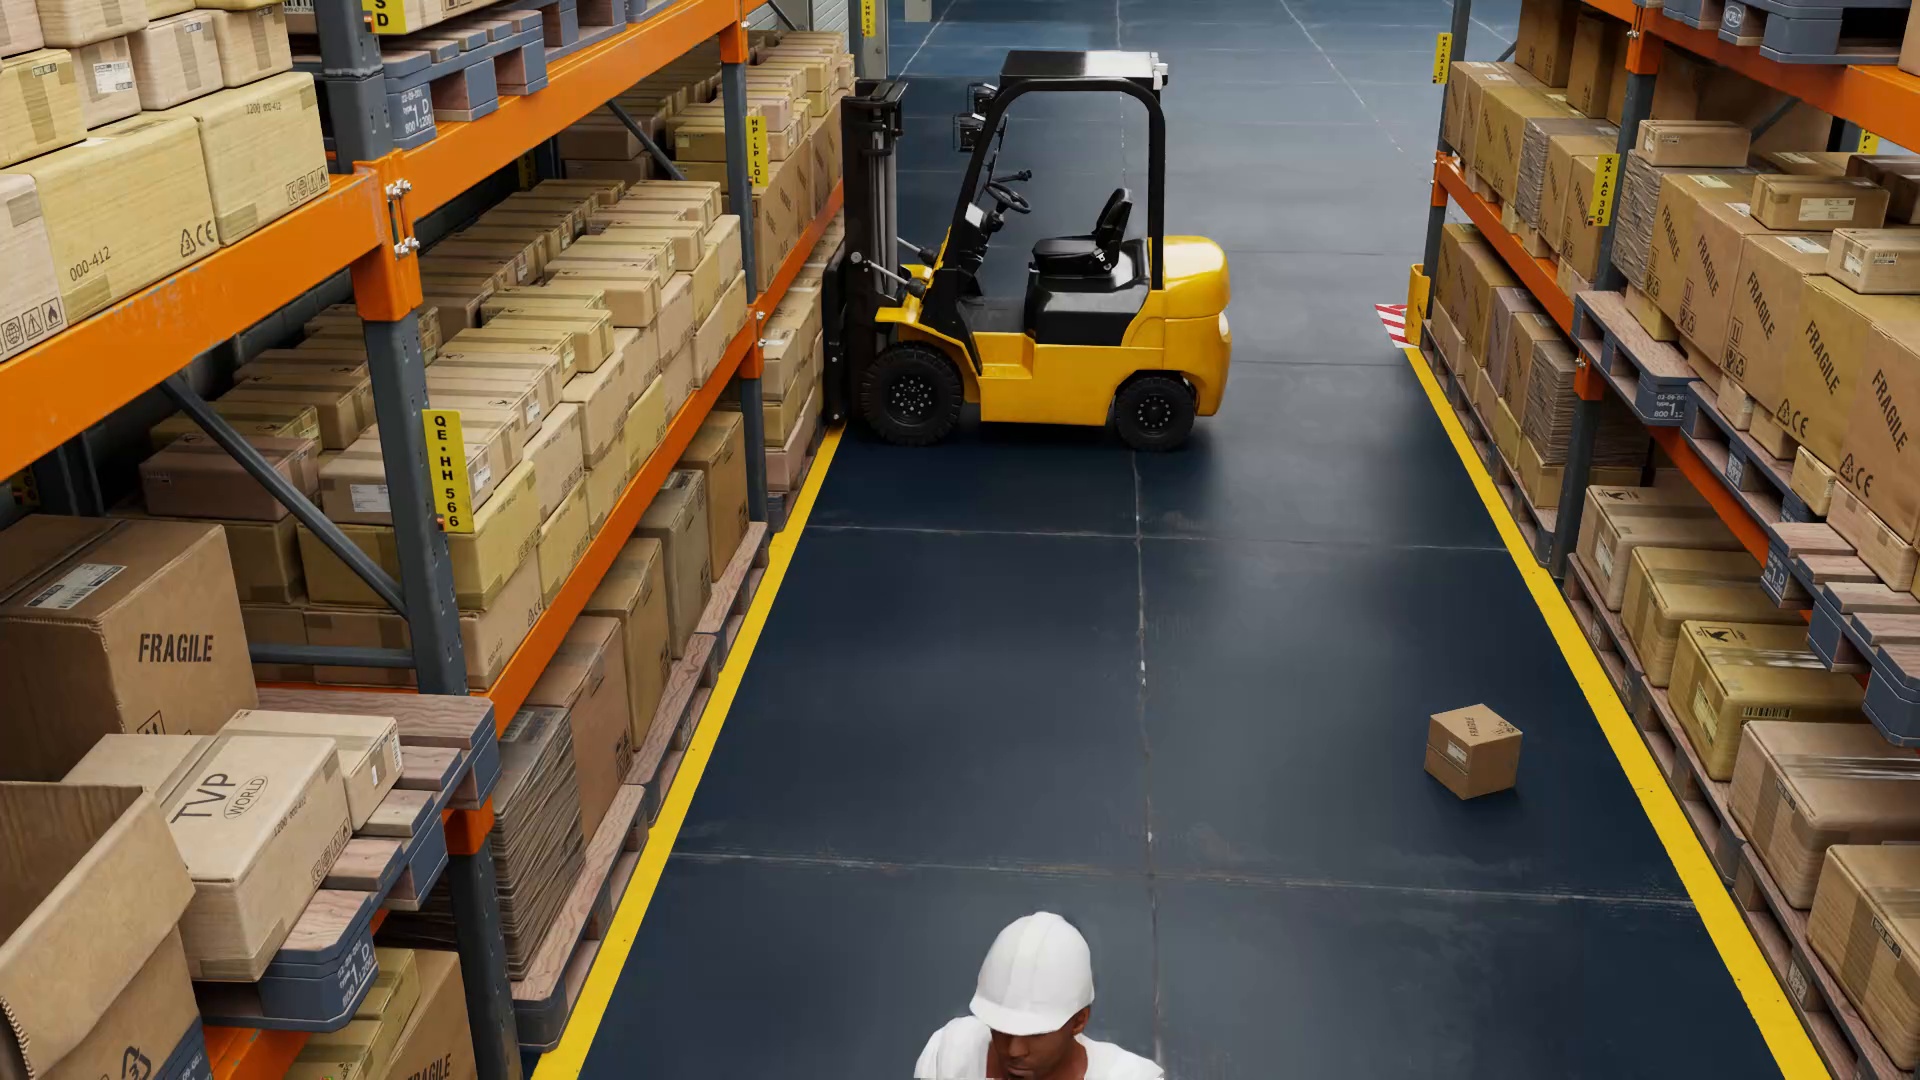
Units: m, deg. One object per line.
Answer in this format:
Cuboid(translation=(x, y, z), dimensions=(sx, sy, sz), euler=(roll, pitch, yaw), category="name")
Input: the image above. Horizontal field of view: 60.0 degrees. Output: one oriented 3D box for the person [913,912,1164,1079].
Cuboid(translation=(0.155, 1.486, 3.281), dimensions=(0.569, 1.743, 0.808), euler=(9, 26, 19), category="person")
